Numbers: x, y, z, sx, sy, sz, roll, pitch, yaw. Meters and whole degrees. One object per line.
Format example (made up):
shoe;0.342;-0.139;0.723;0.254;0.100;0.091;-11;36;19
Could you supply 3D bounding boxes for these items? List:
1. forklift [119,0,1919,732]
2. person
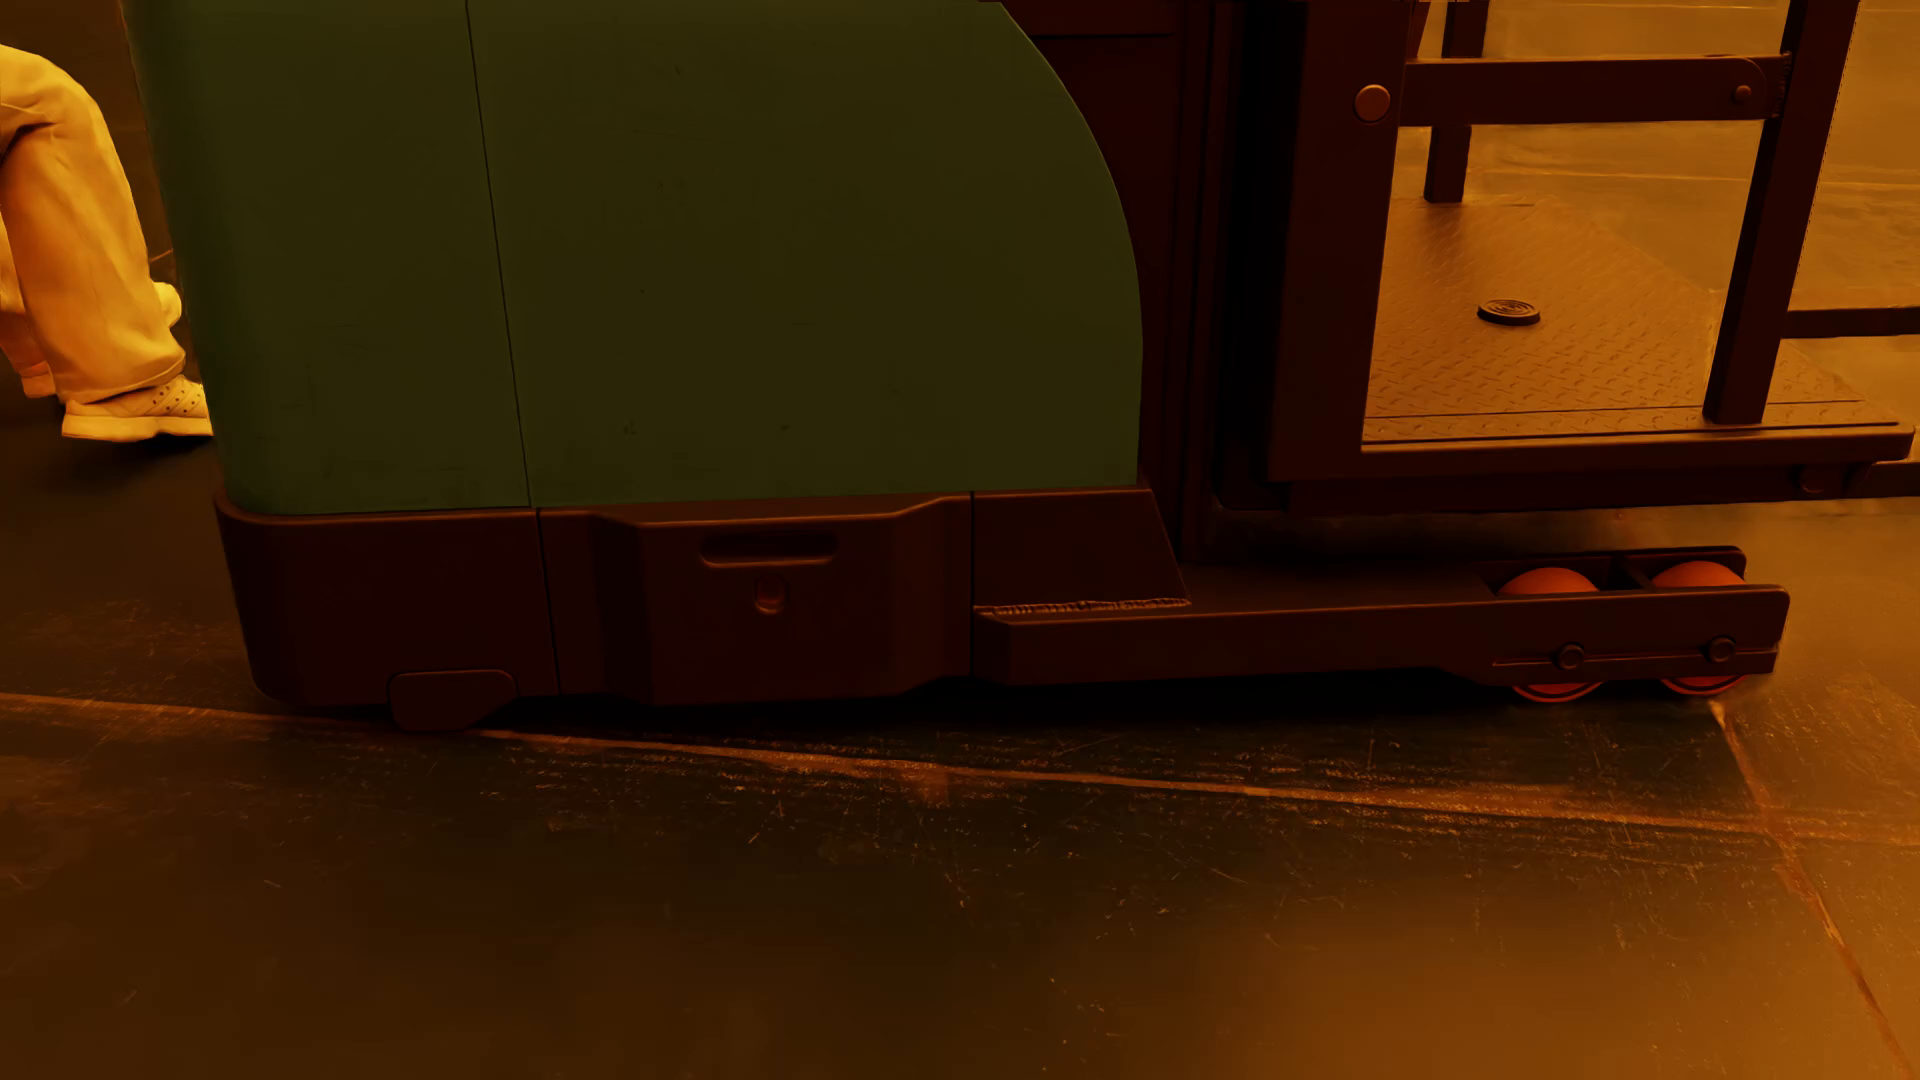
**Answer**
forklift;0.610;-1.341;1.905;3.031;2.935;1.130;-2;27;-5
person;-1.873;-0.800;2.496;1.200;1.481;1.029;4;27;8
